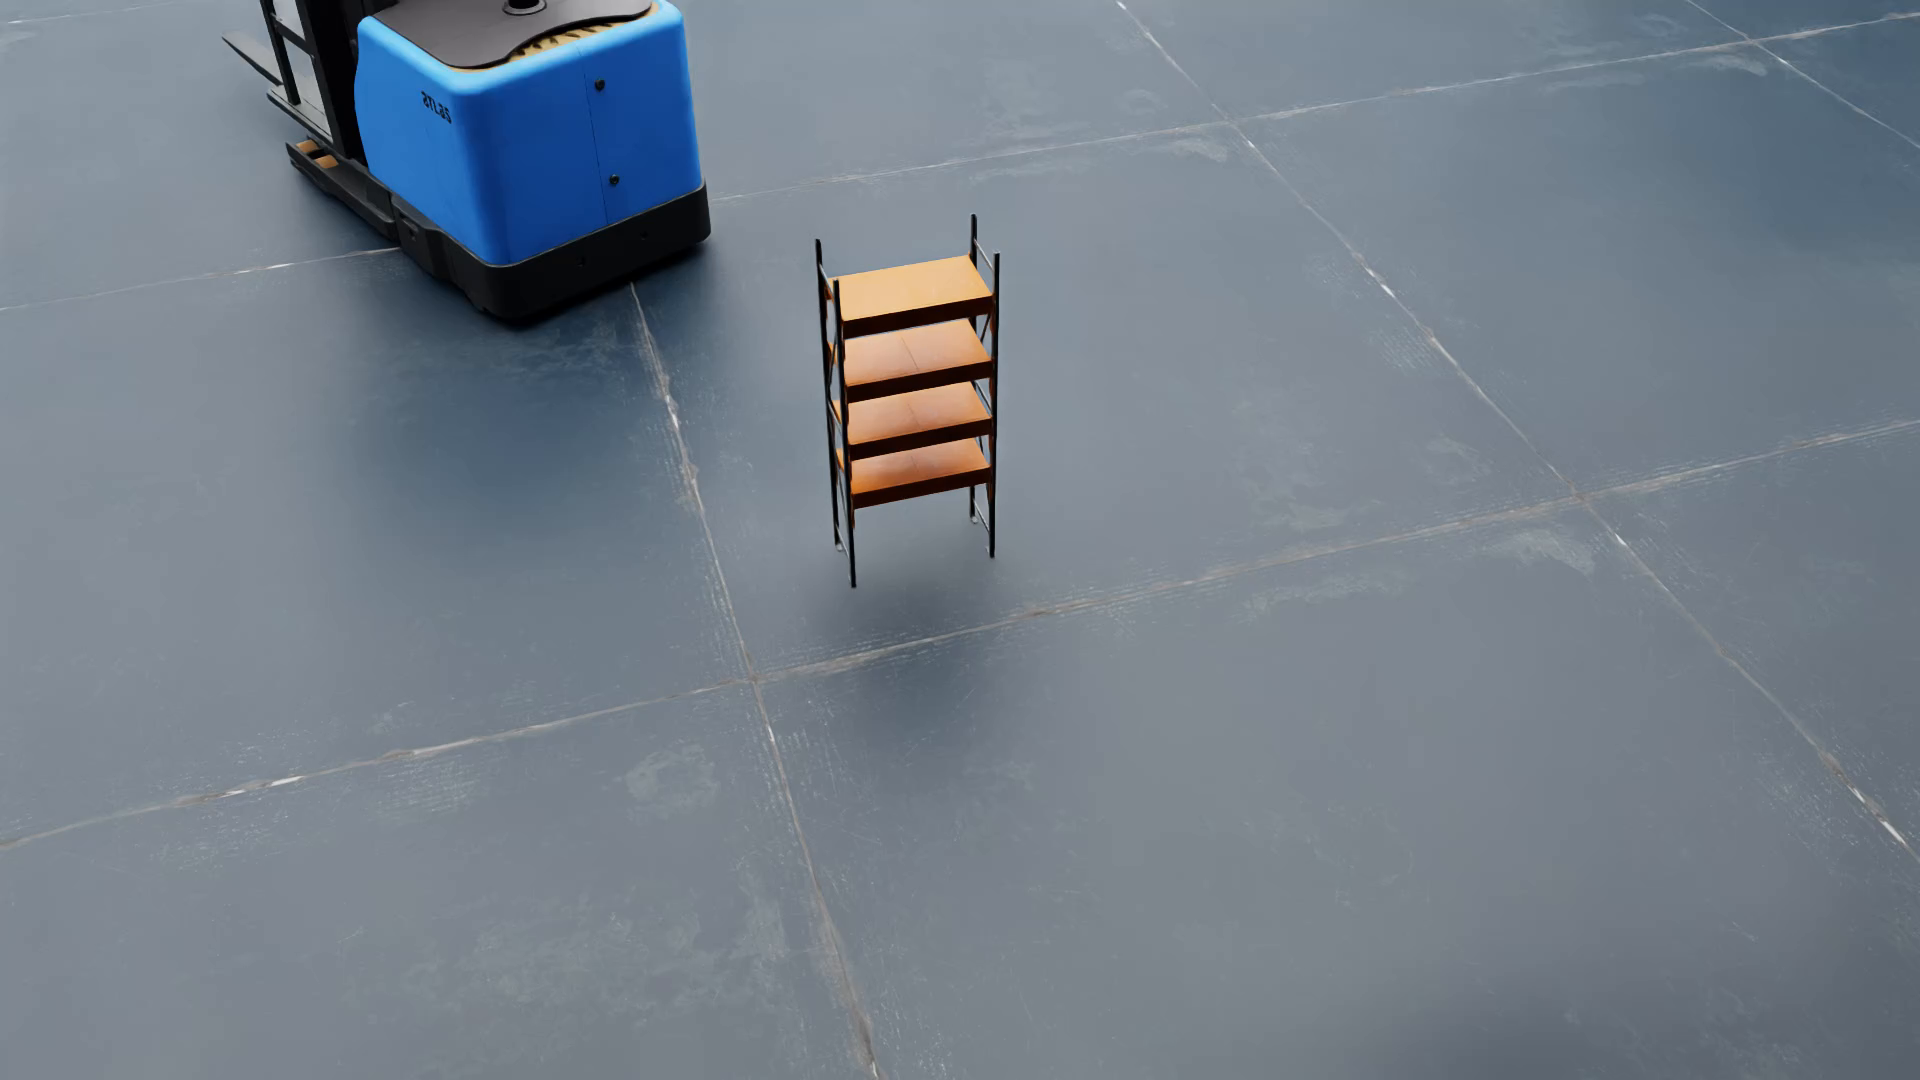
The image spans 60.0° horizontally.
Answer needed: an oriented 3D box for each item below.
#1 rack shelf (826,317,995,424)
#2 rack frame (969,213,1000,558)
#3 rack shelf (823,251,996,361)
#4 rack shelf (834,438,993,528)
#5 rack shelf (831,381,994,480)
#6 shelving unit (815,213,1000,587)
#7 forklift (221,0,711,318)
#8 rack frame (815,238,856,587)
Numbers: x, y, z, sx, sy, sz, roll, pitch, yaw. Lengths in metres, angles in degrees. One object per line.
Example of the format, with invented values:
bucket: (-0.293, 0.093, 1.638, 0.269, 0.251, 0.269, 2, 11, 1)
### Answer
rack shelf: (-0.158, -0.537, 5.215, 0.480, 0.148, 0.258, -12, 42, -13)
rack frame: (0.075, -0.467, 5.373, 0.015, 1.200, 0.240, -12, 42, -13)
rack shelf: (-0.158, -0.715, 5.059, 0.480, 0.148, 0.258, -12, 42, -13)
rack shelf: (-0.158, -0.219, 5.493, 0.480, 0.148, 0.258, -12, 42, -13)
rack shelf: (-0.158, -0.368, 5.362, 0.480, 0.148, 0.258, -12, 42, -13)
shelving unit: (-0.158, -0.419, 5.318, 0.503, 1.200, 0.258, -12, 42, -13)
forklift: (-2.431, -2.878, 6.816, 1.130, 2.935, 3.031, -31, 50, -30)
rack frame: (-0.391, -0.371, 5.263, 0.015, 1.200, 0.240, -12, 42, -13)
